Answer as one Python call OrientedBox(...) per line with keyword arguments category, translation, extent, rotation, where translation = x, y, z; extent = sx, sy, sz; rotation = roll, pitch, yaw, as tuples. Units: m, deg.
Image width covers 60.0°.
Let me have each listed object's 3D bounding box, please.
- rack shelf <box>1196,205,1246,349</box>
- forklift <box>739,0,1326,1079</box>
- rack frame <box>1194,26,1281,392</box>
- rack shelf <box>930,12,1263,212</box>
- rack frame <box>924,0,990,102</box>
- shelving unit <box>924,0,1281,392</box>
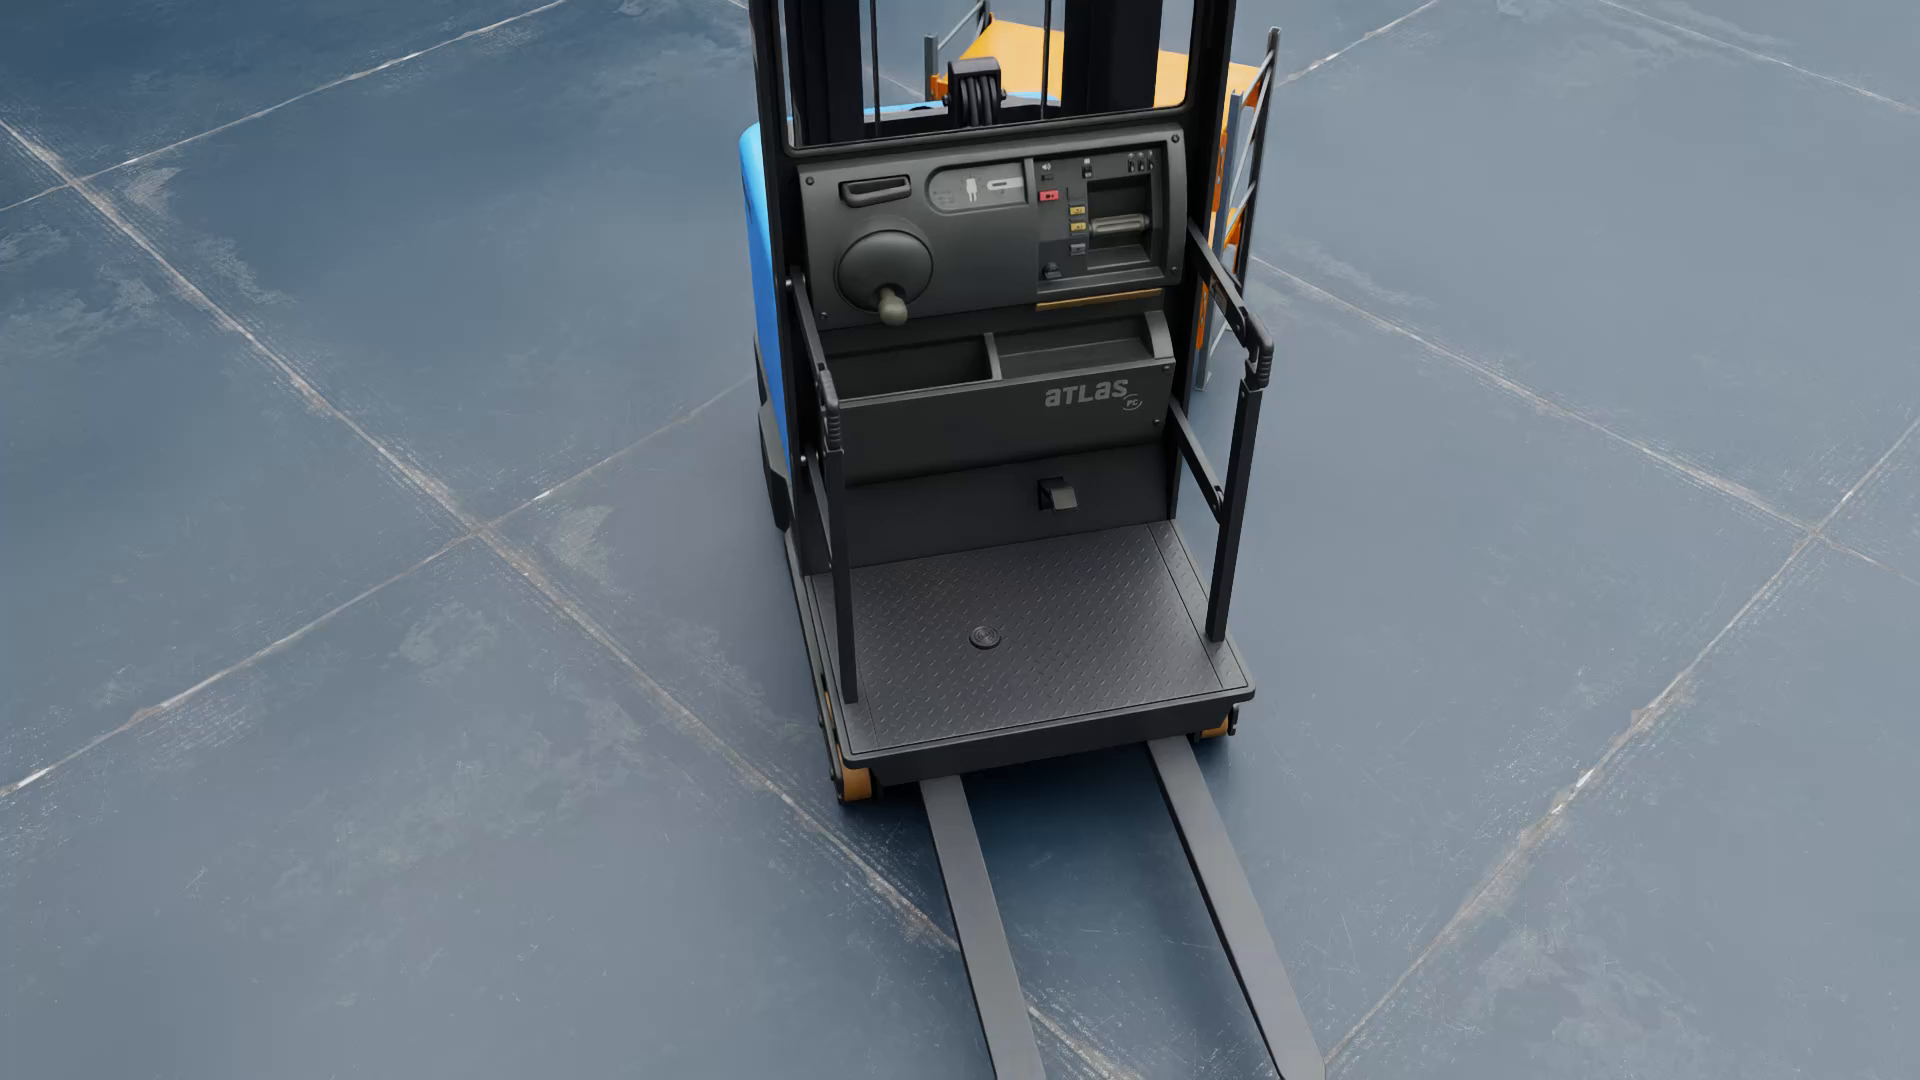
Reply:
OrientedBox(category="rack shelf", translation=(0.461, -1.045, 5.910), extent=(1.000, 0.278, 0.538), rotation=(16, 45, 16))
OrientedBox(category="forklift", translation=(0.138, -0.659, 3.804), extent=(1.130, 2.935, 3.031), rotation=(-9, 43, -9))
OrientedBox(category="rack frame", translation=(0.931, -1.092, 5.601), extent=(0.032, 1.125, 0.500), rotation=(16, 45, 16))
OrientedBox(category="rack shelf", translation=(0.462, -1.441, 5.547), extent=(1.000, 0.278, 0.538), rotation=(16, 45, 16))
OrientedBox(category="rack frame", translation=(-0.007, -1.358, 5.888), extent=(0.032, 1.125, 0.500), rotation=(16, 45, 16))
OrientedBox(category="shelving unit", translation=(0.462, -1.225, 5.745), extent=(1.048, 1.125, 0.538), rotation=(16, 45, 16))
